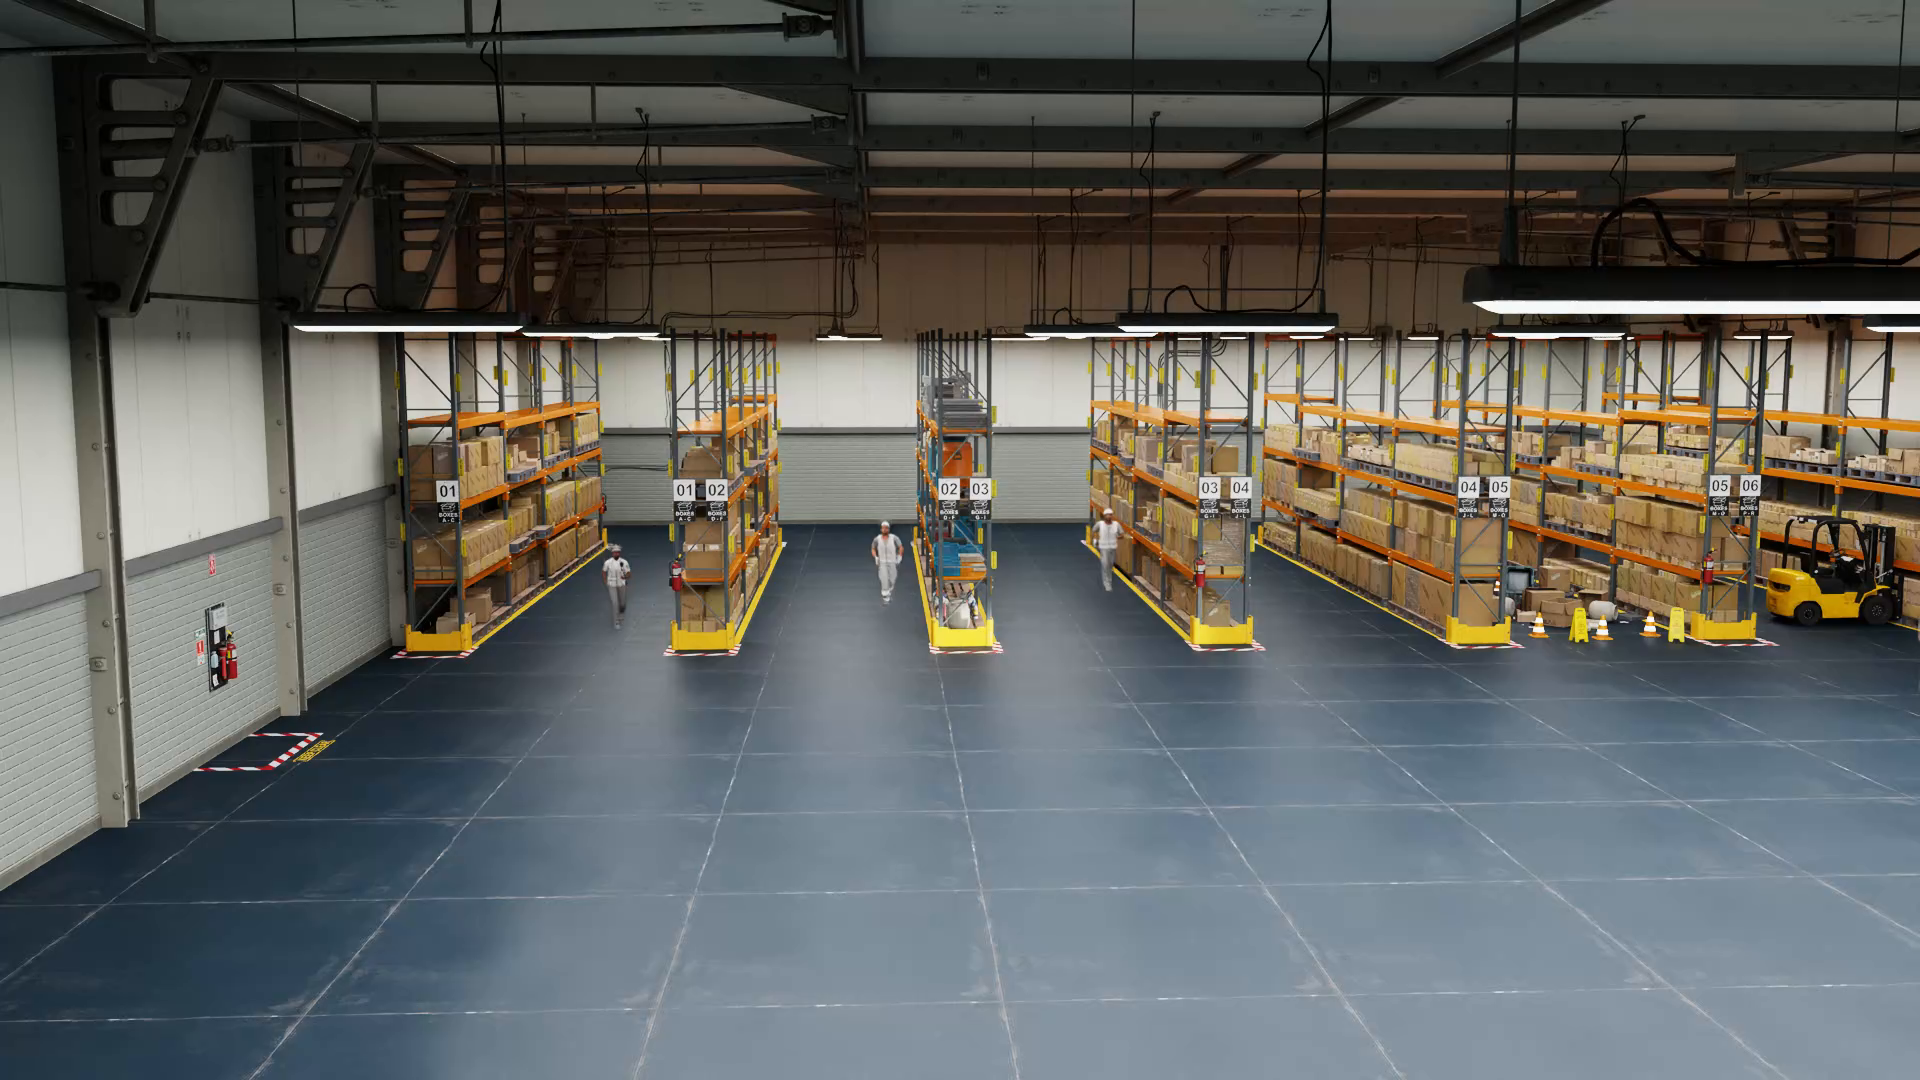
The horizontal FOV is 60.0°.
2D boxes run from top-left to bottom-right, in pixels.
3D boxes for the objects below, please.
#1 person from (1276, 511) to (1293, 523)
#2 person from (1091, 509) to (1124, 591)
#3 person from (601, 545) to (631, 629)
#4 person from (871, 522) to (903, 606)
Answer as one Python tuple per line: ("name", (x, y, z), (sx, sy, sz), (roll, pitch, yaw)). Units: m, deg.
("person", (9.676, -0.917, 49.055), (0.570, 1.733, 0.663), (-2, 7, -13))
("person", (3.277, 0.219, 36.707), (0.687, 1.826, 0.937), (-1, 7, -8))
("person", (-6.951, 0.928, 33.660), (0.588, 1.669, 0.834), (-2, 7, -14))
("person", (-1.522, 0.497, 34.557), (0.661, 1.757, 0.504), (0, 7, -1))
